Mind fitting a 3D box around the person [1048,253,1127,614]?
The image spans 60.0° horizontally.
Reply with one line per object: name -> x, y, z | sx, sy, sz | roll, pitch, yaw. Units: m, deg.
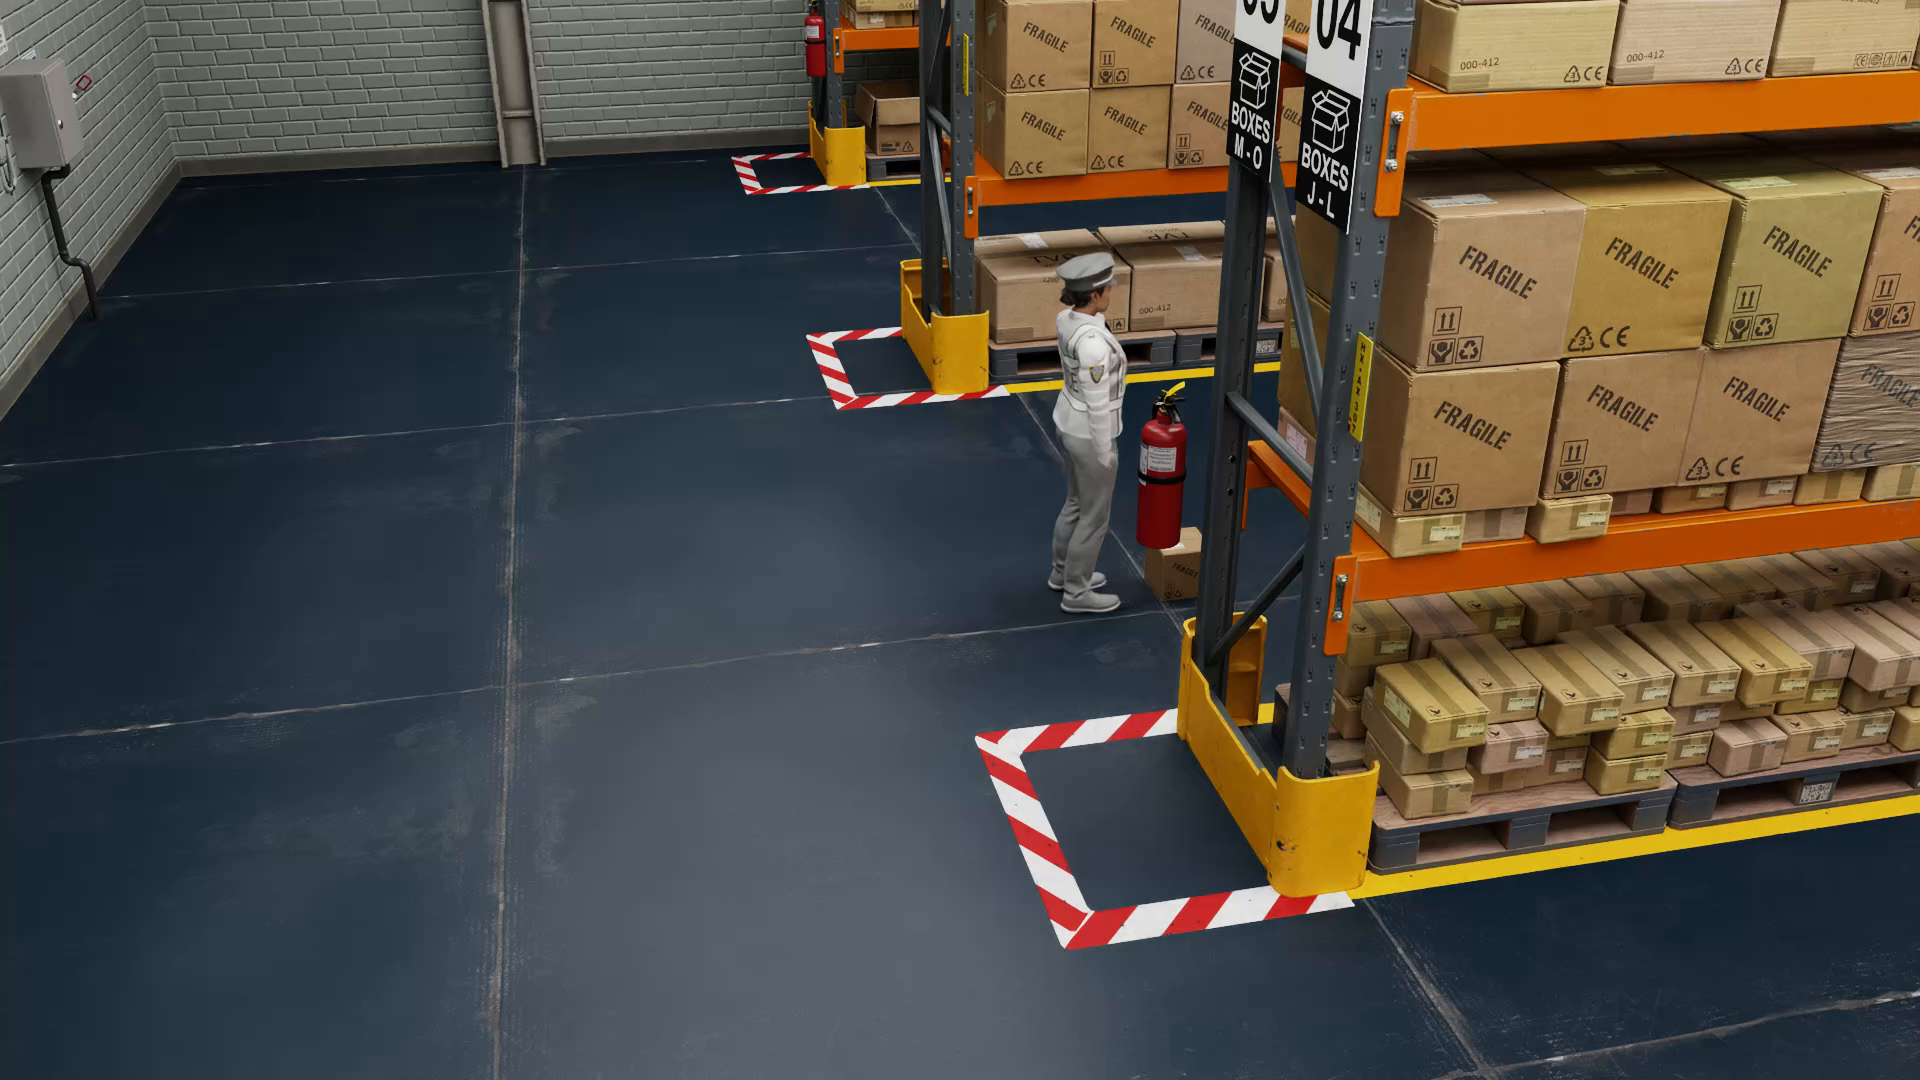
person -> 0.586, -0.481, 7.555 | 0.336, 1.676, 0.467 | -5, 27, -10
